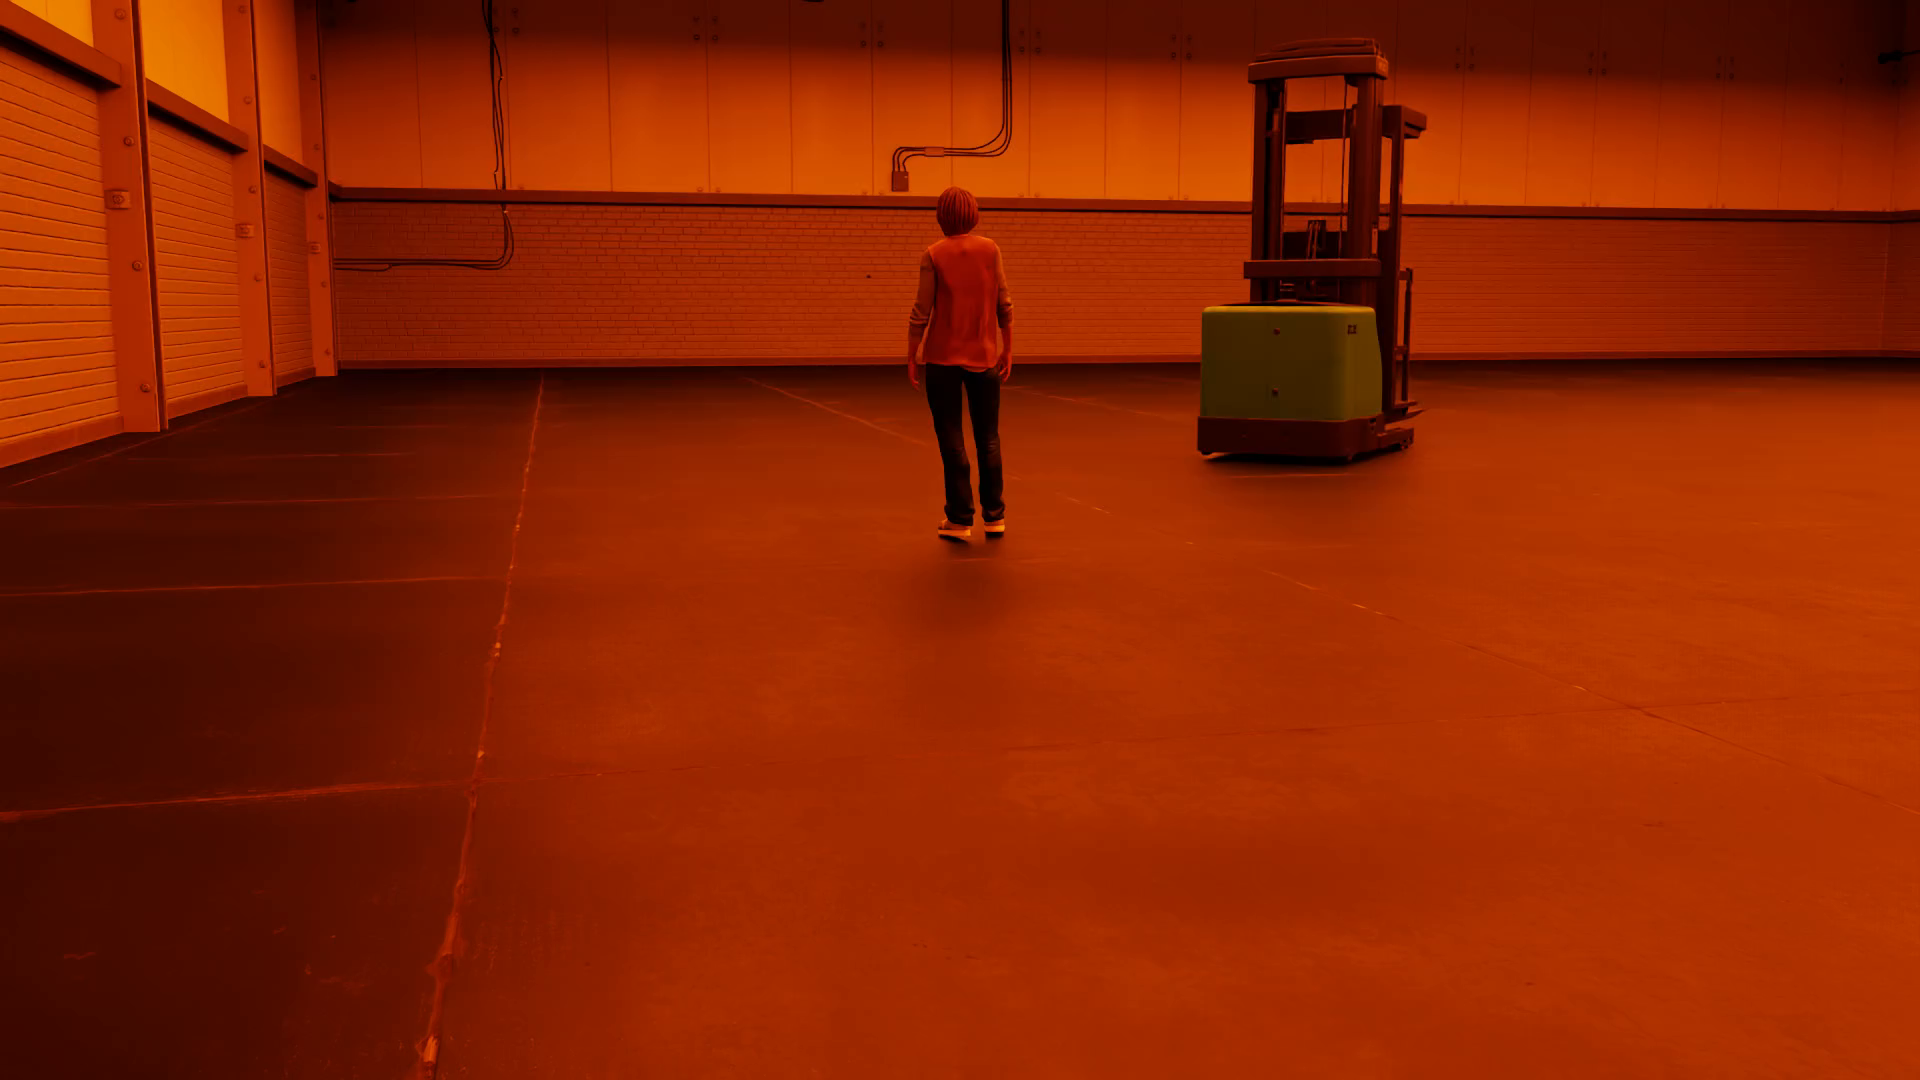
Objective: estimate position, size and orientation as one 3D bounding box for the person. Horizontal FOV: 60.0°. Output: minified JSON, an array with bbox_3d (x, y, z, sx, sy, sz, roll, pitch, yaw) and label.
[{"bbox_3d":[0.000,-0.809,7.670,0.512,1.597,0.476,-2,8,-13],"label":"person"}]

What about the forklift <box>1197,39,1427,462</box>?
[{"bbox_3d":[2.817,-2.149,12.483,1.130,2.935,3.031,4,9,29],"label":"forklift"}]
